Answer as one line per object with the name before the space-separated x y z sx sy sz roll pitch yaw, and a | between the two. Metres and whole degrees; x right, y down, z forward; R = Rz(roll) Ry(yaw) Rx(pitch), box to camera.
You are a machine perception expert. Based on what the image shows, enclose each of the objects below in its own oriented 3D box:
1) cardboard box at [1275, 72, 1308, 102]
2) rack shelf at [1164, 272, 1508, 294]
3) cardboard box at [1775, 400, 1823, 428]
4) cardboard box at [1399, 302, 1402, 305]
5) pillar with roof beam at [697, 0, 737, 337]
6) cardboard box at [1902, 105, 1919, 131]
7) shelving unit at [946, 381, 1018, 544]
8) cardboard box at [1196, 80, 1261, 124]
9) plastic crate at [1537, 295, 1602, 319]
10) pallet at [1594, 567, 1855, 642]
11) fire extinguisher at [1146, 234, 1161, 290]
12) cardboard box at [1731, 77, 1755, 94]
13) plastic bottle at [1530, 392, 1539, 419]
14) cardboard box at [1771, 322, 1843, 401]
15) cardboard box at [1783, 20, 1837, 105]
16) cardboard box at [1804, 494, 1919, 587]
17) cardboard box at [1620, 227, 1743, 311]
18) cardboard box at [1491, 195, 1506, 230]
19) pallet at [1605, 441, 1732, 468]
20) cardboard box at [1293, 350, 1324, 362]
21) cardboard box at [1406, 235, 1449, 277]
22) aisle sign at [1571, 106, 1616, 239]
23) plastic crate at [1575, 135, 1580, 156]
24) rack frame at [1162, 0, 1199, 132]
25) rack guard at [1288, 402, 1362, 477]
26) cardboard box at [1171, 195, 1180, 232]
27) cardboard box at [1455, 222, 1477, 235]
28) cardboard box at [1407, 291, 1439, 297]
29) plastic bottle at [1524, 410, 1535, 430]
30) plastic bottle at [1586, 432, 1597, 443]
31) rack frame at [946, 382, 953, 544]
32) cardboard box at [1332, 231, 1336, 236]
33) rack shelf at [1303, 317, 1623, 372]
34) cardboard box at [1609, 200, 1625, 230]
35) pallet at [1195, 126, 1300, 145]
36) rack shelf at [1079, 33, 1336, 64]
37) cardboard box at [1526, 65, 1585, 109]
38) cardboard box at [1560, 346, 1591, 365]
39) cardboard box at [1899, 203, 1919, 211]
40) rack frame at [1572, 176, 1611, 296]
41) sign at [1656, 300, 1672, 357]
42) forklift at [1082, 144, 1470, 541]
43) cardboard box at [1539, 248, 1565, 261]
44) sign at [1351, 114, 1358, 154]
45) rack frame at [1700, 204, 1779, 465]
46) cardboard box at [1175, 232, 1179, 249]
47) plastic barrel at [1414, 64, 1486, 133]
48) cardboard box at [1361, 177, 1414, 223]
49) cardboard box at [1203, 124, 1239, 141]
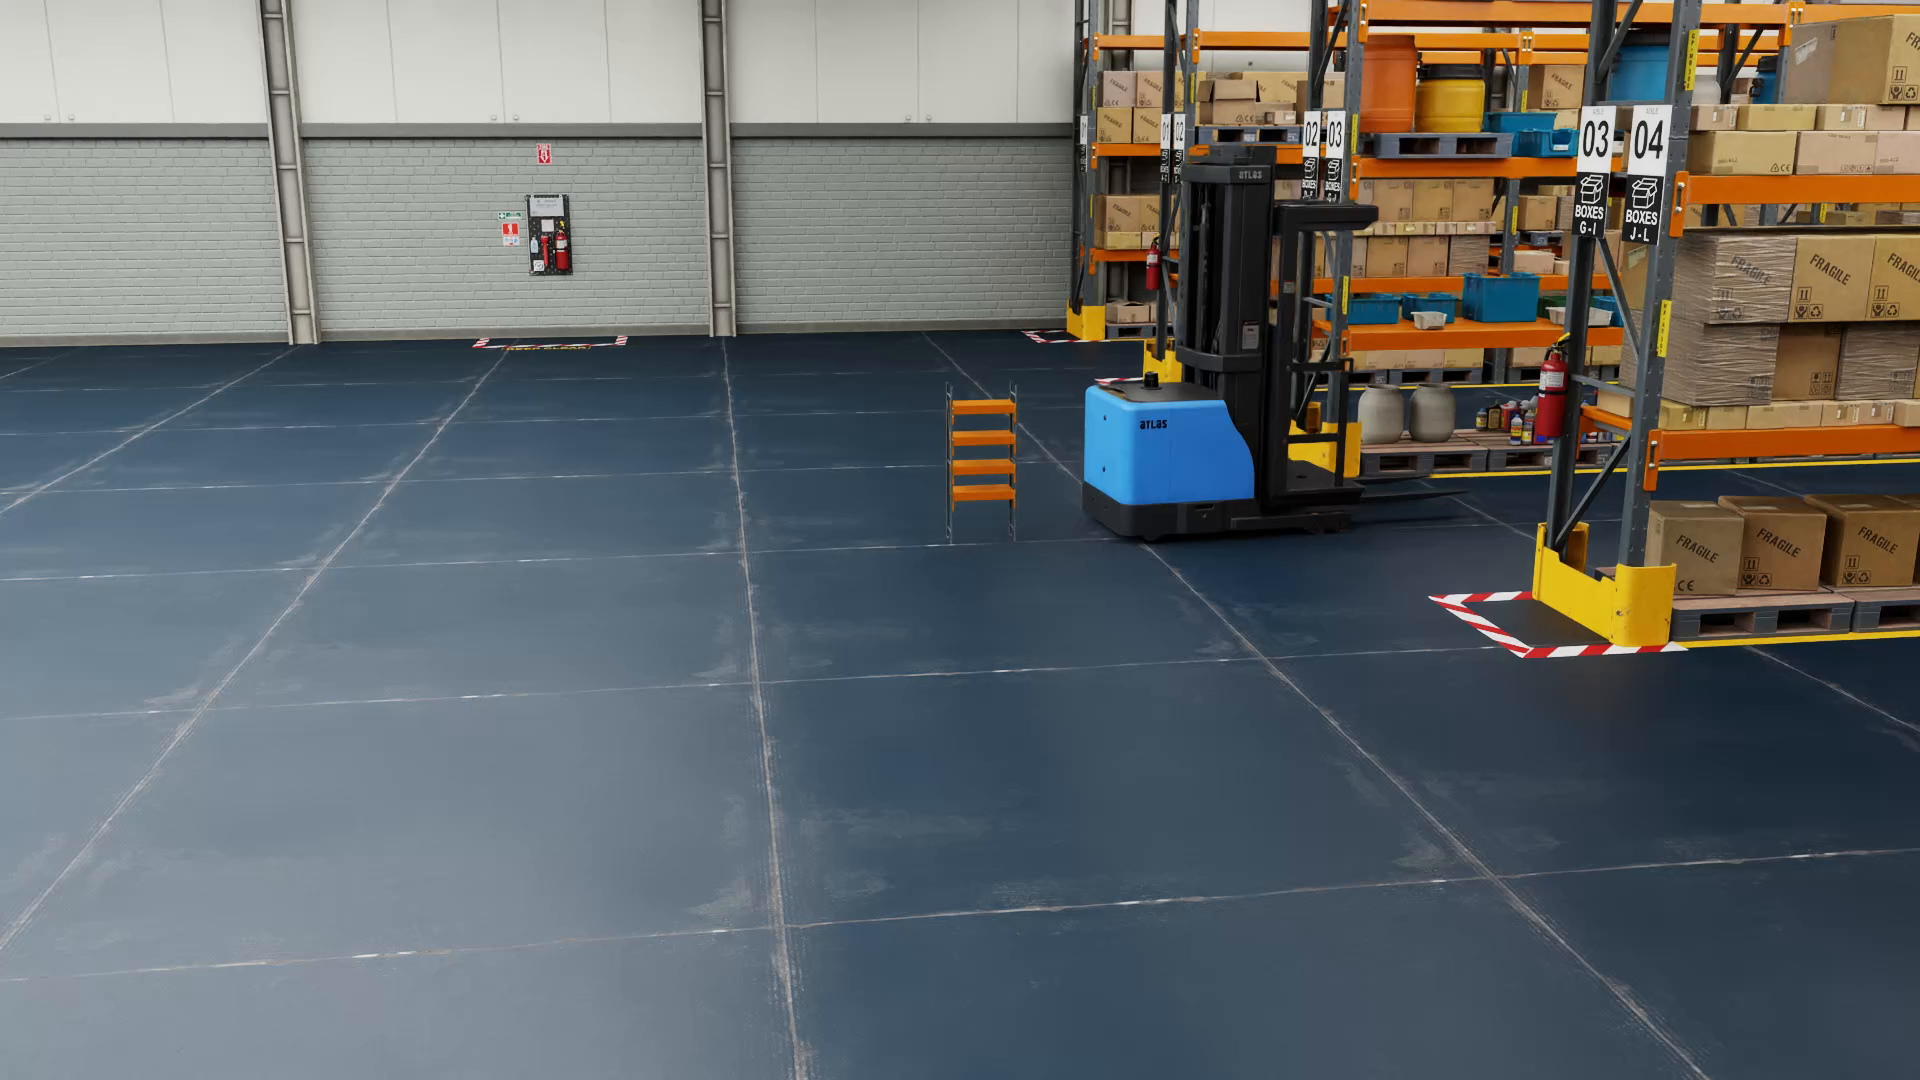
cardboard box | 4.765 -6.556 24.228 0.500 0.500 0.500 -1 14 -5
rack shelf | 4.527 -3.051 20.199 4.000 0.370 1.077 -2 14 -8
cardboard box | 5.082 -0.799 10.259 0.250 0.149 0.380 -2 14 -8
cardboard box | 5.582 -2.621 20.255 0.500 0.500 0.500 -2 14 -8
pillar with roof beam | -2.921 -6.409 19.779 0.400 9.000 9.100 -2 14 -8
cardboard box | 5.619 -2.513 9.899 0.250 0.149 0.380 -3 14 -11
shelving unit | 0.164 -0.588 12.600 0.503 1.200 0.258 -2 14 -8
cardboard box | 3.118 -5.124 19.456 0.637 0.503 0.797 -1 14 -4
plastic crate | 5.854 -2.197 15.750 0.662 0.188 0.450 -2 14 -8
pallet | 4.905 0.385 10.755 1.213 0.211 1.003 -2 14 -8
fire extinguisher | 2.363 -3.397 20.261 0.183 0.674 0.296 -2 14 -8
cardboard box | 12.240 -7.010 25.690 0.500 0.250 0.500 -3 14 -10
plastic bottle | 5.588 -1.251 16.084 0.185 0.351 0.144 -2 14 -6
cardboard box | 5.046 -1.197 10.513 0.500 0.500 0.875 -2 14 -8
cardboard box | 5.516 -2.952 10.314 0.500 0.500 0.500 -2 14 -8
cardboard box | 5.849 -0.002 10.840 0.500 0.500 0.500 -1 14 -3
cardboard box | 4.528 -1.701 10.467 0.500 0.500 0.500 -2 14 -8
cardboard box | 8.026 -5.001 25.385 0.500 0.500 0.700 -2 14 -8
pallet | 6.569 -0.914 15.932 1.213 0.211 1.003 -2 14 -8
cardboard box | 4.101 -2.200 20.118 0.500 0.250 0.500 -2 14 -8
cardboard box | 5.546 -3.483 20.236 0.500 0.500 0.700 -2 14 -9
aisle sign | 3.915 -2.275 10.283 0.004 0.787 0.394 -2 14 -8
plastic crate | 5.638 -3.641 15.343 0.450 0.188 0.336 -2 14 -8
rack frame | 2.549 -6.237 19.093 0.127 3.000 1.000 -2 14 -8
rack guard | 3.352 -0.937 15.432 0.348 0.500 1.175 -2 14 -8
cardboard box | 3.326 -4.797 24.409 0.500 0.500 0.500 -3 14 -10
cardboard box | 6.023 -3.766 20.031 0.250 0.149 0.380 -2 14 -9
cardboard box | 6.992 -3.726 25.647 0.500 0.500 0.700 -2 14 -9
plastic bottle | 5.462 -1.142 15.957 0.097 0.201 0.097 0 14 0
plastic bottle | 5.862 -1.010 15.429 0.097 0.201 0.097 0 14 0
rack frame | -0.078 -0.579 12.565 0.015 1.200 0.240 -2 14 -8
cardboard box | 4.489 -3.708 19.803 0.250 0.149 0.380 -2 14 -8
rack shelf | 5.261 -1.859 15.448 4.000 0.370 1.077 -2 14 -8
cardboard box | 10.237 -4.967 25.504 0.500 0.500 0.500 -2 14 -7
pallet | 3.252 -4.759 19.546 1.213 0.211 1.003 -2 14 -8
rack shelf | 3.785 -7.151 24.221 4.000 0.370 1.077 -2 14 -8
cardboard box | 7.120 -5.435 19.963 0.500 0.500 0.500 -2 14 -8
cardboard box | 7.446 -2.315 20.578 0.500 0.250 0.500 -2 14 -7
cardboard box | 14.935 -5.140 26.434 0.700 0.700 0.980 -2 14 -10
rack frame | 9.718 -4.809 25.730 0.127 3.000 1.000 -2 14 -8
sign | 4.102 -1.234 9.695 0.005 0.325 0.100 -2 14 -8
forklift | 2.558 -1.588 13.027 3.031 2.935 1.130 -4 15 -14
cardboard box | 7.347 -3.483 20.720 0.258 0.266 0.396 -2 14 -10
sign | 3.361 -3.462 14.177 0.005 0.325 0.100 -2 14 -8
rack frame | 7.239 -2.281 15.649 0.127 3.000 1.000 -2 14 -8
cardboard box | 3.353 -4.436 24.512 0.500 0.250 0.500 -2 14 -9
plastic barrel | 4.392 -3.958 14.919 0.600 0.588 0.600 0 14 0
cardboard box | 5.072 -4.096 20.015 0.500 0.500 0.700 -2 14 -8
cardboard box | 3.751 -6.039 24.223 0.500 0.500 0.500 -1 14 -5
